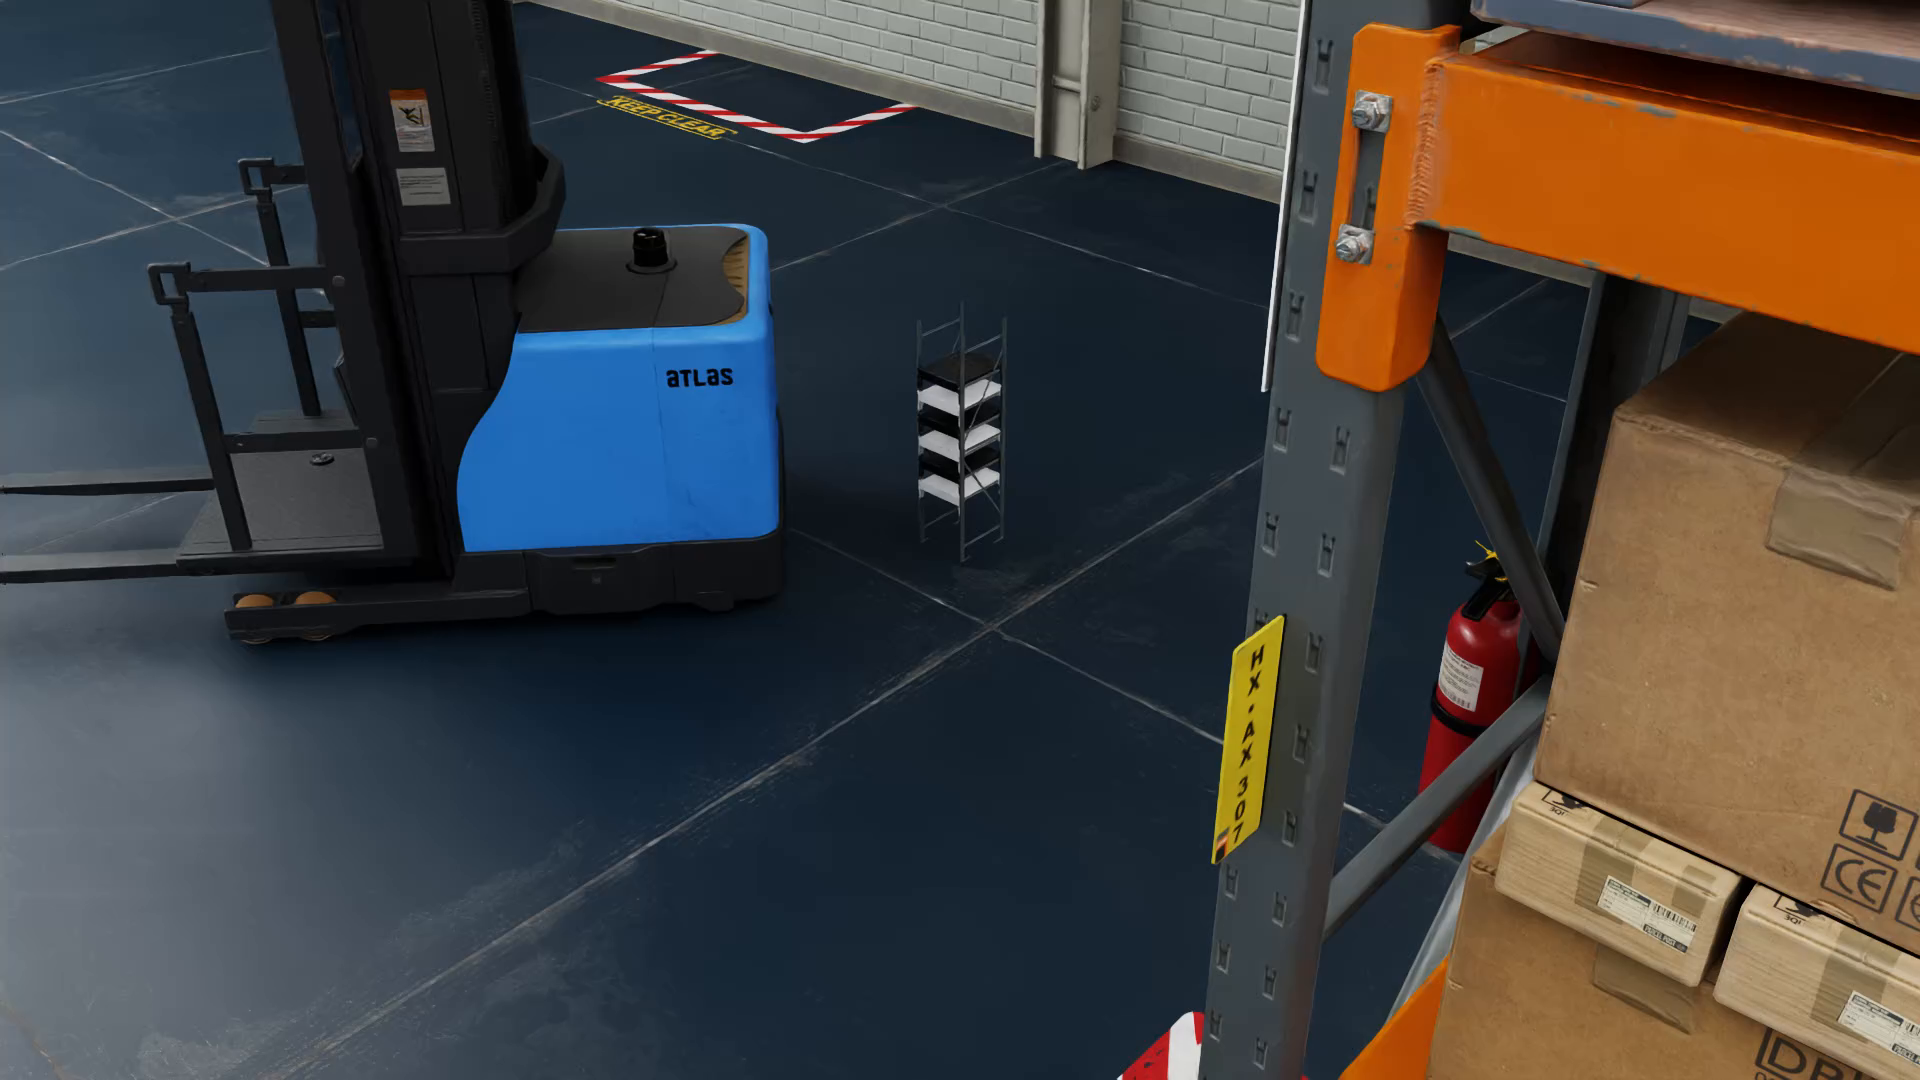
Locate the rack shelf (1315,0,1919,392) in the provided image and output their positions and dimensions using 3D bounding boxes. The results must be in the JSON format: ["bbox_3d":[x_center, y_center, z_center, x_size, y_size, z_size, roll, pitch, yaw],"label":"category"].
[{"bbox_3d":[2.208,0.157,0.871,4.000,0.370,1.077,25,39,35],"label":"rack shelf"}]

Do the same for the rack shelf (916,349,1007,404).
[{"bbox_3d":[0.006,-0.585,5.891,0.200,0.077,0.258,25,39,35],"label":"rack shelf"}]

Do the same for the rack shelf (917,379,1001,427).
[{"bbox_3d":[0.006,-0.508,5.938,0.200,0.077,0.258,25,39,35],"label":"rack shelf"}]

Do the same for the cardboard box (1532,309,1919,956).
[{"bbox_3d":[1.102,0.027,1.941,0.500,0.500,0.700,25,39,35],"label":"cardboard box"}]

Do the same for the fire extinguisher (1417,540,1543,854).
[{"bbox_3d":[0.949,0.256,2.992,0.183,0.674,0.296,25,39,35],"label":"fire extinguisher"}]

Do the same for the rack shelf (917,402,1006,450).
[{"bbox_3d":[0.006,-0.431,5.984,0.200,0.077,0.258,25,39,35],"label":"rack shelf"}]

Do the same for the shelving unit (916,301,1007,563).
[{"bbox_3d":[0.006,-0.383,6.013,0.210,0.900,0.258,25,39,35],"label":"shelving unit"}]

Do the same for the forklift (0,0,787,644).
[{"bbox_3d":[-2.160,-1.188,5.381,3.031,2.935,1.130,-3,31,-5],"label":"forklift"}]

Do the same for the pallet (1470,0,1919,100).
[{"bbox_3d":[1.232,-0.551,1.435,1.213,0.211,1.003,25,39,35],"label":"pallet"}]

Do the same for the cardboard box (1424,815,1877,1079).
[{"bbox_3d":[1.062,0.565,2.306,0.500,0.500,0.700,25,39,35],"label":"cardboard box"}]

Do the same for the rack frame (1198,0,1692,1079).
[{"bbox_3d":[0.727,0.440,2.611,0.053,2.616,0.949,25,39,35],"label":"rack frame"}]

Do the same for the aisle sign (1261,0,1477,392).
[{"bbox_3d":[0.470,-0.578,1.781,0.004,0.787,0.394,25,39,35],"label":"aisle sign"}]

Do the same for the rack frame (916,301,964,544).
[{"bbox_3d":[-0.069,-0.418,6.072,0.006,0.900,0.240,25,39,35],"label":"rack frame"}]

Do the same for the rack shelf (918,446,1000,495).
[{"bbox_3d":[0.006,-0.277,6.077,0.200,0.077,0.258,25,39,35],"label":"rack shelf"}]

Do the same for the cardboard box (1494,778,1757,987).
[{"bbox_3d":[0.871,0.339,2.053,0.250,0.149,0.380,25,39,35],"label":"cardboard box"}]

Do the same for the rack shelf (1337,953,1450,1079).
[{"bbox_3d":[2.208,1.442,1.644,4.000,0.370,1.077,25,39,35],"label":"rack shelf"}]

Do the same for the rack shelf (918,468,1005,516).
[{"bbox_3d":[0.006,-0.200,6.123,0.200,0.077,0.258,25,39,35],"label":"rack shelf"}]

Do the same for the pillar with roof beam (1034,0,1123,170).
[{"bbox_3d":[-2.192,-4.543,5.072,0.400,9.000,9.100,25,39,35],"label":"pillar with roof beam"}]

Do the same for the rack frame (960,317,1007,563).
[{"bbox_3d":[0.081,-0.348,5.955,0.006,0.900,0.240,25,39,35],"label":"rack frame"}]

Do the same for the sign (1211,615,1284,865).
[{"bbox_3d":[0.348,0.247,2.016,0.005,0.325,0.100,25,39,35],"label":"sign"}]

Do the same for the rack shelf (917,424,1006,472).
[{"bbox_3d":[0.006,-0.354,6.030,0.200,0.077,0.258,25,39,35],"label":"rack shelf"}]

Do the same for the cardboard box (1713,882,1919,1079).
[{"bbox_3d":[1.069,0.429,1.903,0.250,0.149,0.380,24,38,34],"label":"cardboard box"}]
